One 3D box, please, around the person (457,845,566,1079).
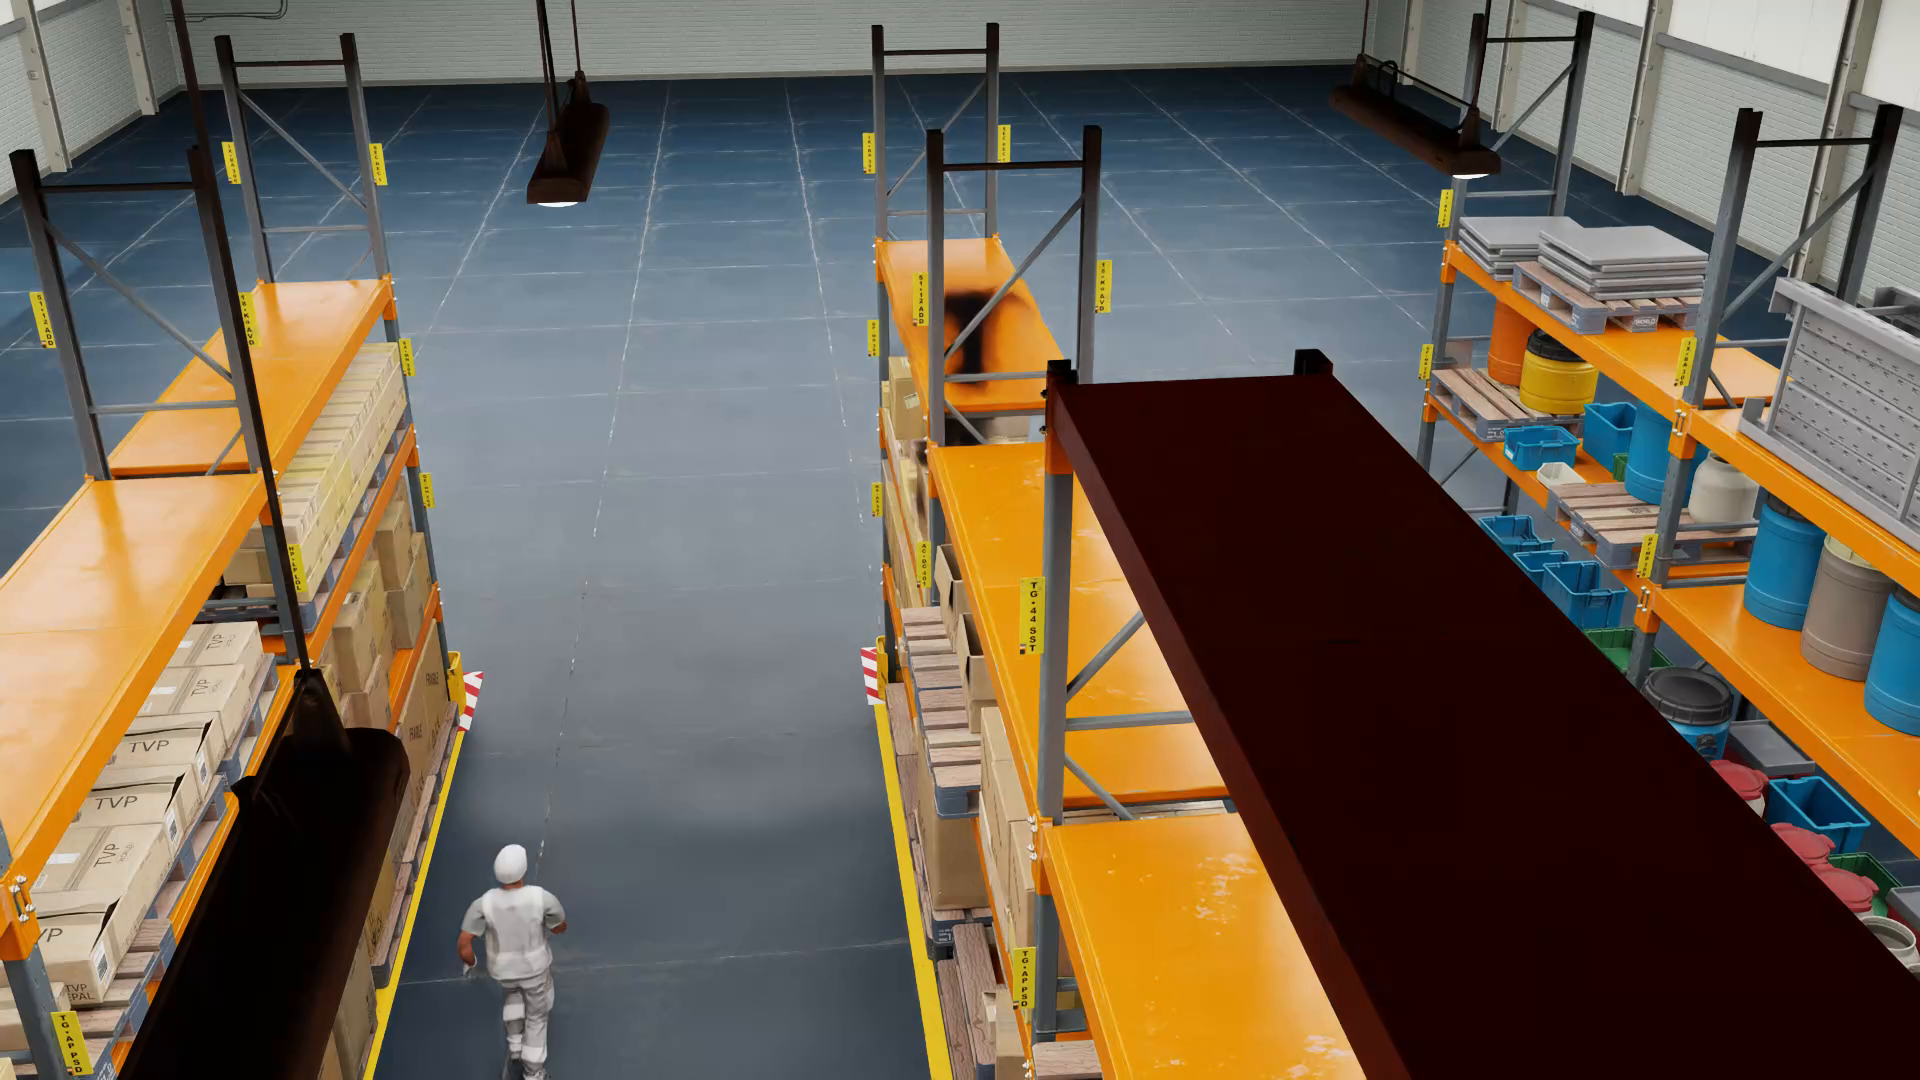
[{"bbox_3d":[-2.844,2.721,10.727,0.652,1.766,0.770,-2,26,-5],"label":"person"}]
